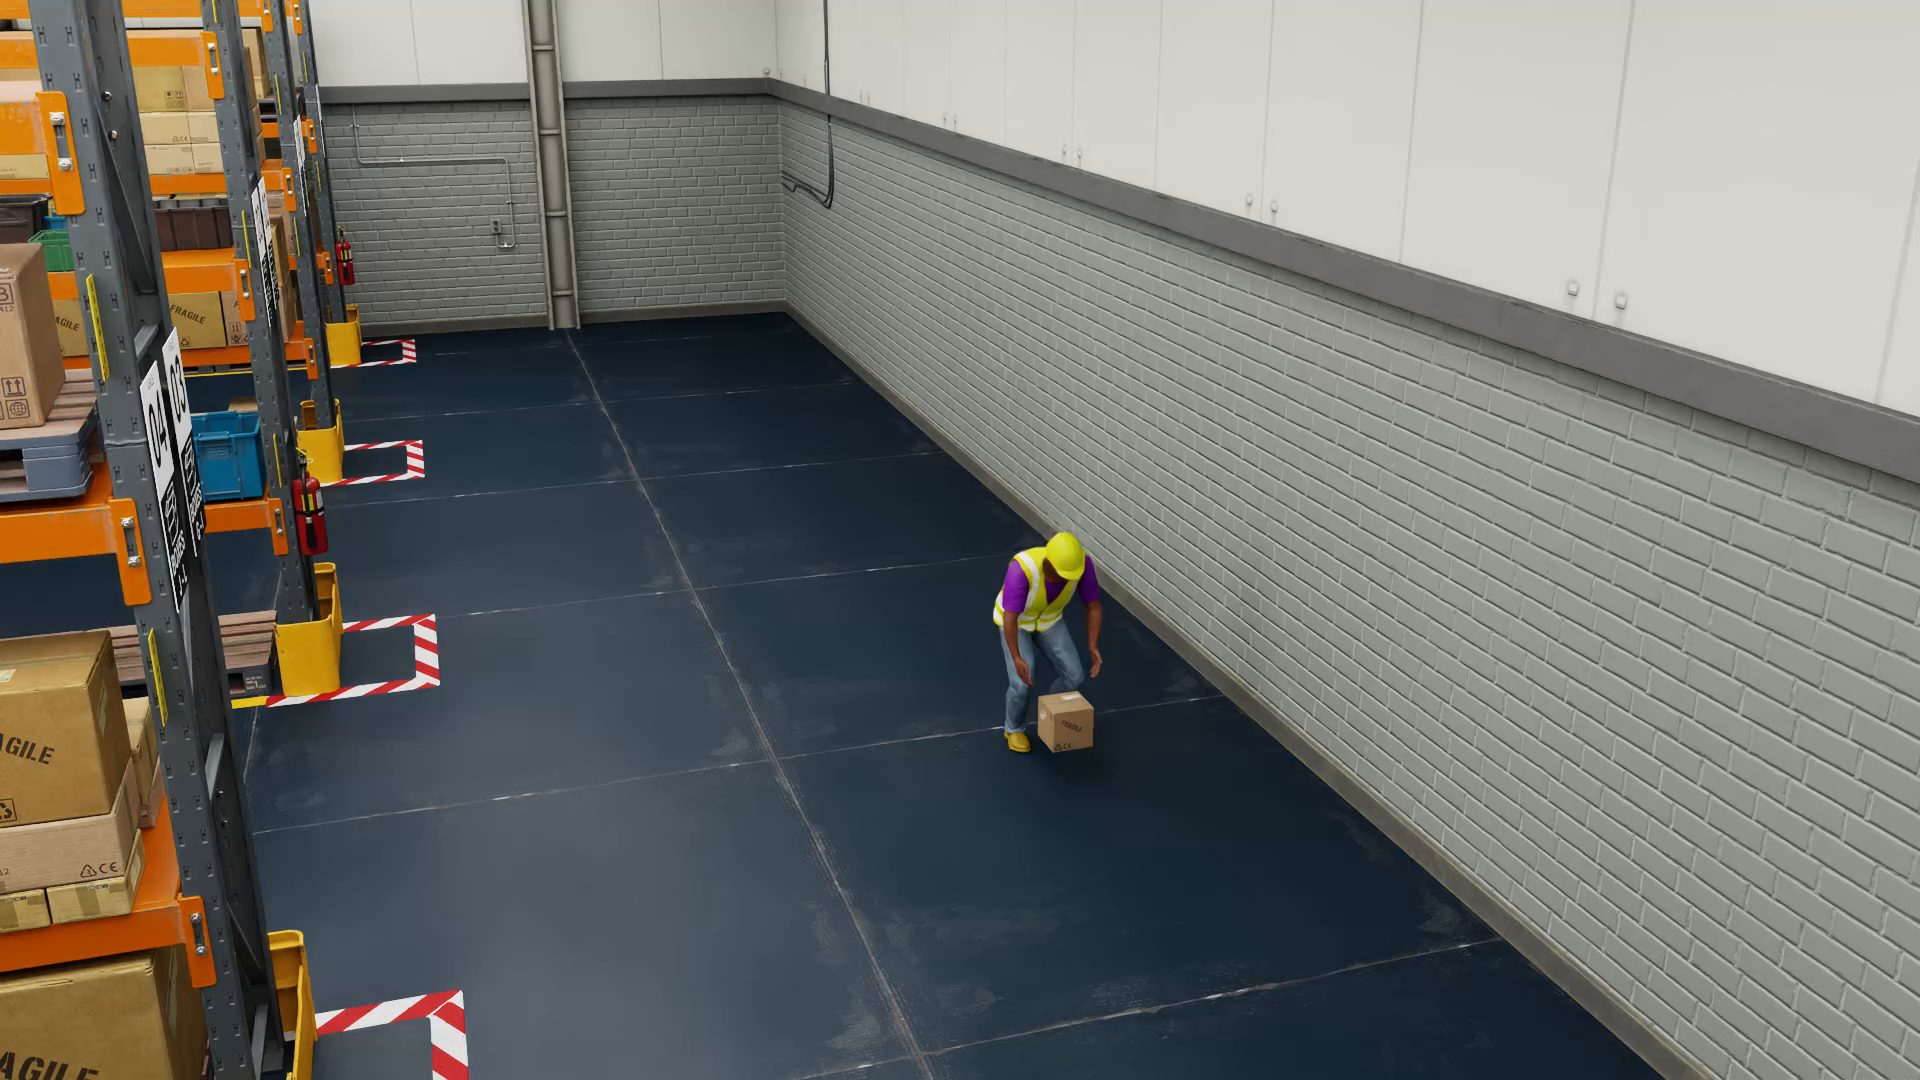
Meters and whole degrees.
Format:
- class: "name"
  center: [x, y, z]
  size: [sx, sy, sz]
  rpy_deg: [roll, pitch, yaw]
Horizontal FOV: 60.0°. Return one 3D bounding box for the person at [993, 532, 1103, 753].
- class: "person"
  center: [0.519, 0.560, 9.922]
  size: [0.631, 1.433, 0.745]
  rpy_deg: [-6, 20, -17]
